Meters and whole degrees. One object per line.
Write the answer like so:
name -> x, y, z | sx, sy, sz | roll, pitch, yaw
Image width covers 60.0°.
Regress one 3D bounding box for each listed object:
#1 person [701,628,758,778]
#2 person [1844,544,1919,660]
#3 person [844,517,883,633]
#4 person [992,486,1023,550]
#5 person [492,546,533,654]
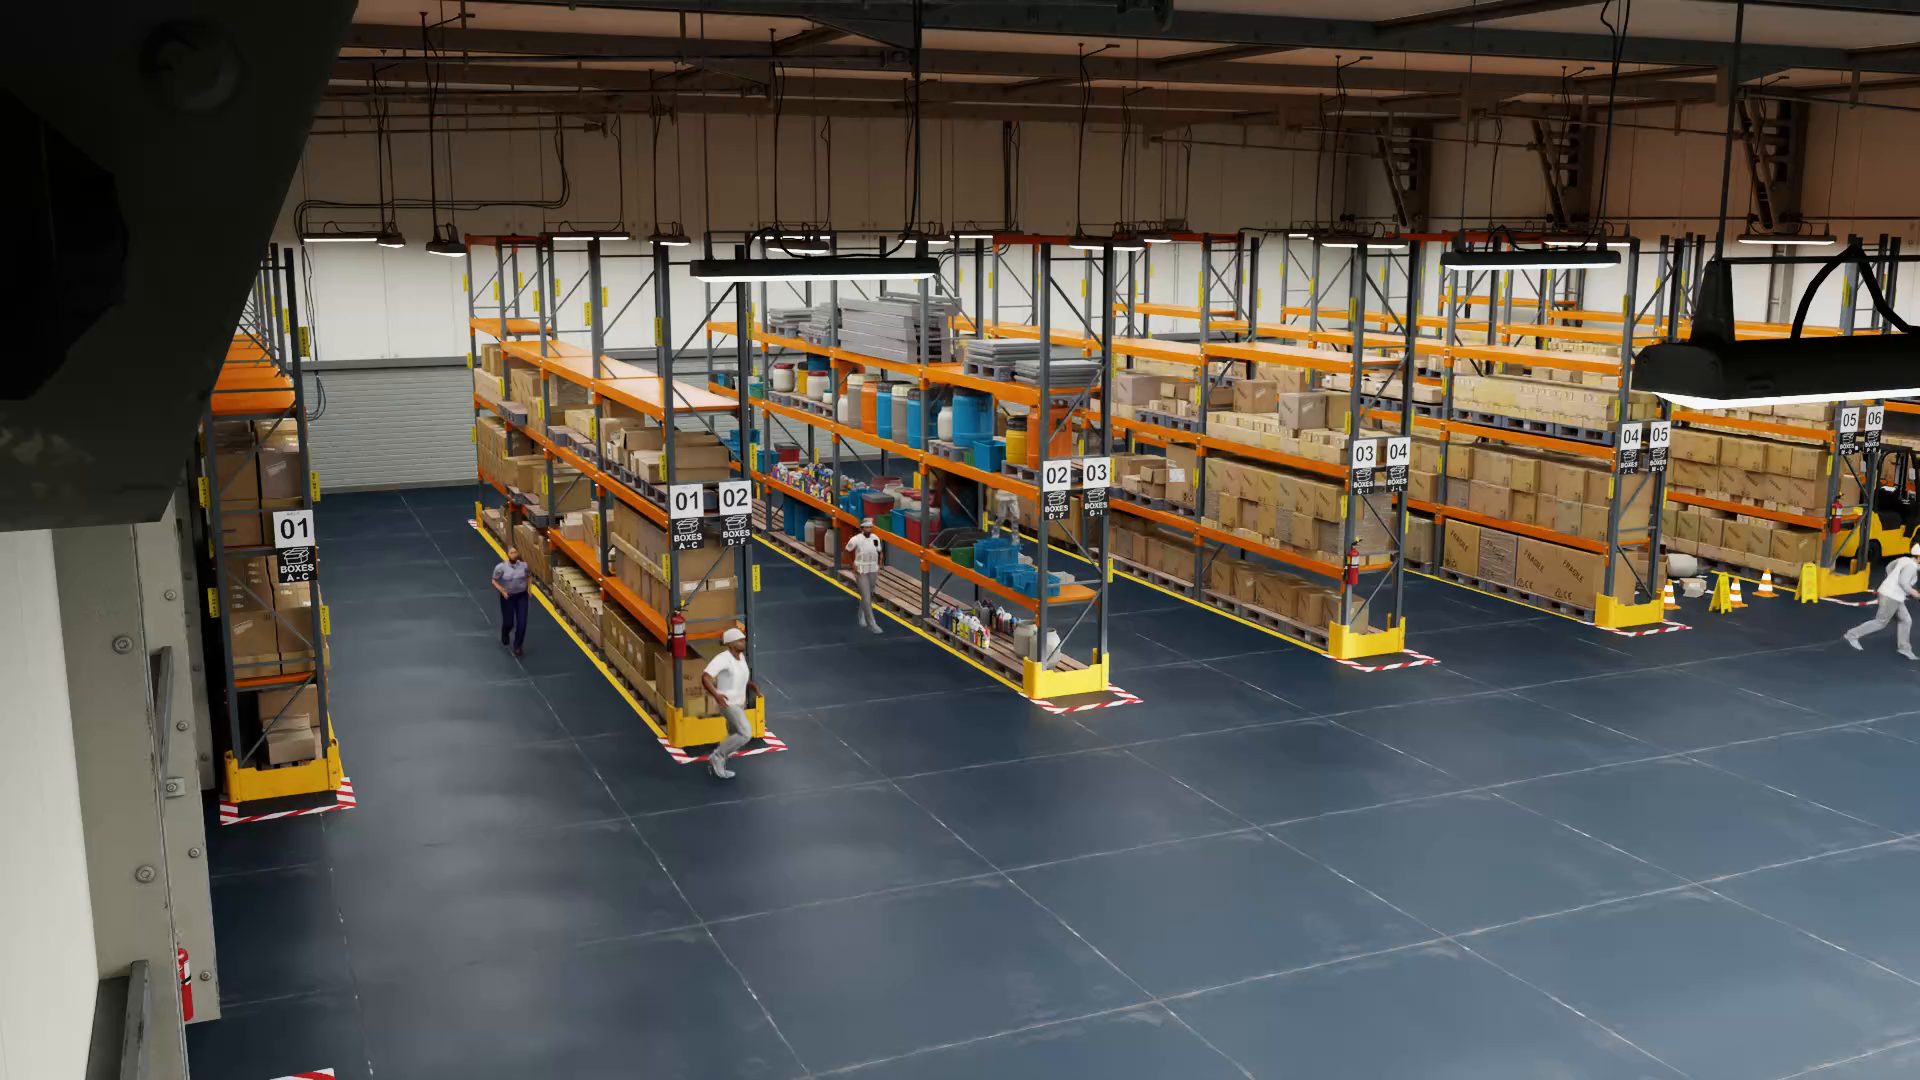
person -> -2.594, 1.857, 19.015 | 0.577, 1.721, 0.712 | 2, 11, 12
person -> 13.521, 0.881, 24.248 | 1.045, 1.729, 0.697 | 3, 11, 17
person -> -1.406, 0.497, 24.681 | 0.587, 1.732, 0.763 | -6, 13, -29
person -> 0.897, -0.753, 32.227 | 0.669, 1.823, 0.855 | -6, 13, -29
person -> -6.564, 0.866, 24.469 | 0.595, 1.601, 0.561 | -6, 12, -27
